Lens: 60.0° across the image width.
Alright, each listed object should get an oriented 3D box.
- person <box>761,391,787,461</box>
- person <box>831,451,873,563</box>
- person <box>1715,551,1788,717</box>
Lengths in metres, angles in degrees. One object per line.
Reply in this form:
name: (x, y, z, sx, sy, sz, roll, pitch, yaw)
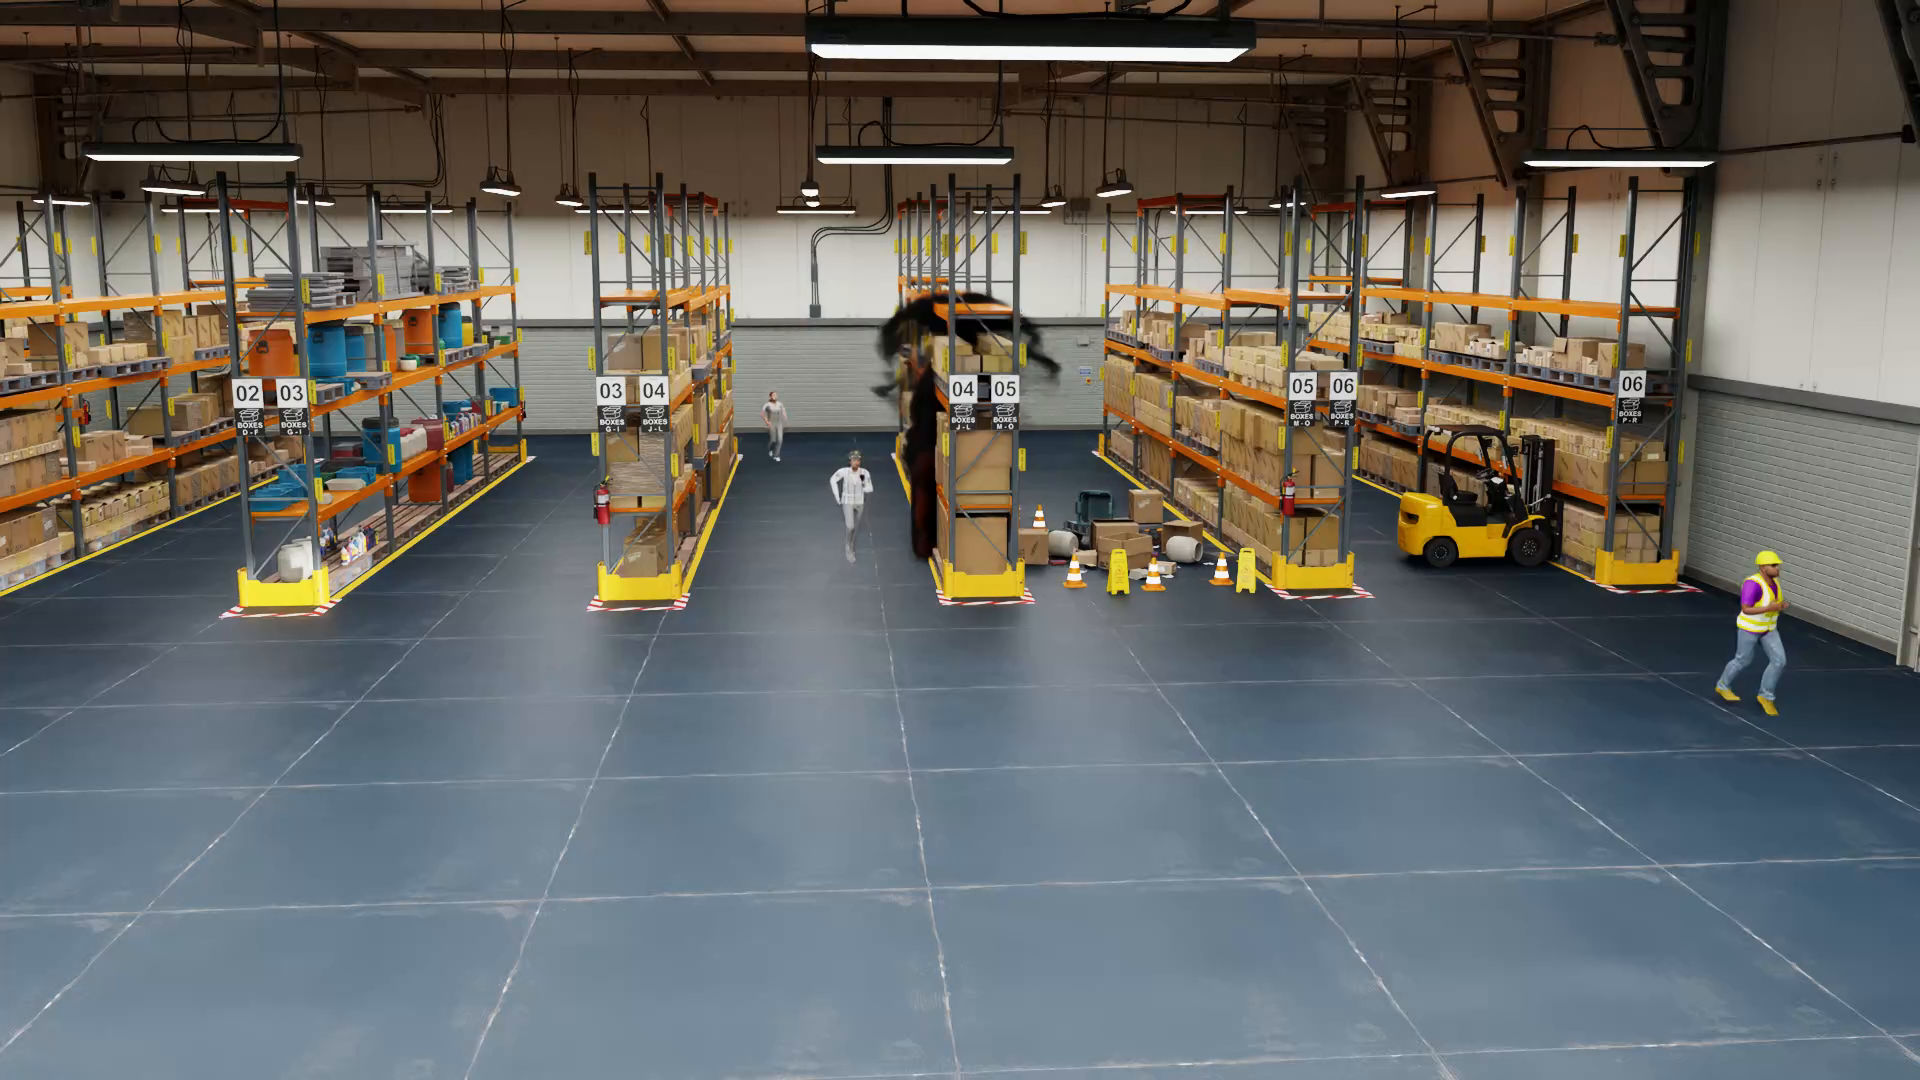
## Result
person: (-4.390, -2.706, 39.401, 0.607, 1.644, 0.604, -6, 12, -30)
person: (-1.620, -0.510, 25.194, 0.592, 1.714, 0.713, -3, 11, -18)
person: (8.610, 1.005, 18.014, 0.661, 1.833, 0.832, -4, 11, -24)
